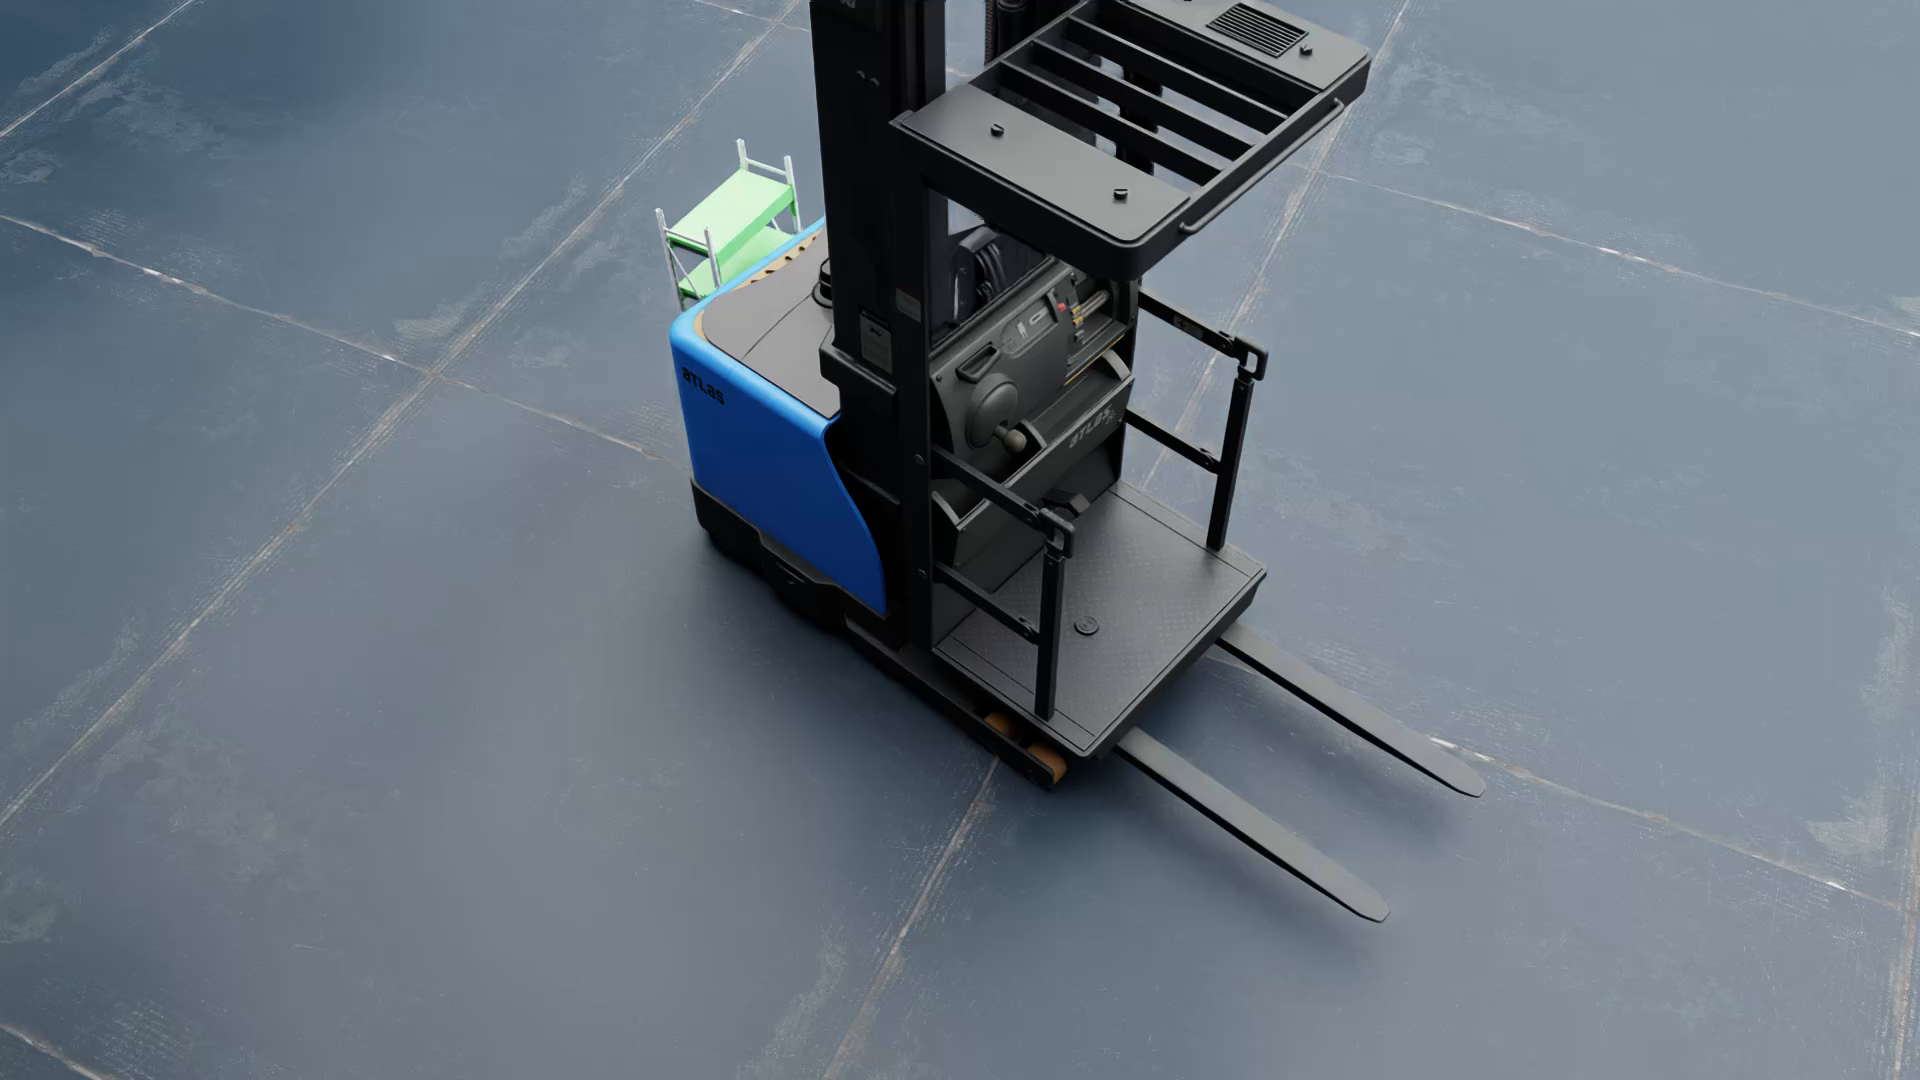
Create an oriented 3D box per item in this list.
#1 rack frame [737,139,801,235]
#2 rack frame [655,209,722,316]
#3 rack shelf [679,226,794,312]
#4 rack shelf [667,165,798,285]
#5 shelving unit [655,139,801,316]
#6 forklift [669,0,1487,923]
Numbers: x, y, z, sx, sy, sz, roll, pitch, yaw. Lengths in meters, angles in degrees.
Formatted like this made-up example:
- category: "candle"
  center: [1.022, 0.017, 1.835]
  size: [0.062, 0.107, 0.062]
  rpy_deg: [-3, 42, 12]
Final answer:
- category: "rack frame"
  center: [-0.707, -1.063, 6.672]
  size: [0.240, 1.200, 0.015]
  rpy_deg: [23, 53, 23]
- category: "rack frame"
  center: [-0.965, -0.748, 6.404]
  size: [0.240, 1.200, 0.015]
  rpy_deg: [23, 53, 23]
- category: "rack shelf"
  center: [-0.845, -1.023, 6.408]
  size: [0.258, 0.148, 0.480]
  rpy_deg: [23, 53, 23]
- category: "rack shelf"
  center: [-0.856, -1.184, 6.230]
  size: [0.258, 0.148, 0.480]
  rpy_deg: [23, 53, 23]
- category: "shelving unit"
  center: [-0.836, -0.905, 6.538]
  size: [0.258, 1.200, 0.503]
  rpy_deg: [23, 53, 23]
- category: "forklift"
  center: [0.406, -0.545, 5.105]
  size: [3.031, 2.935, 1.130]
  rpy_deg: [34, 57, 25]
